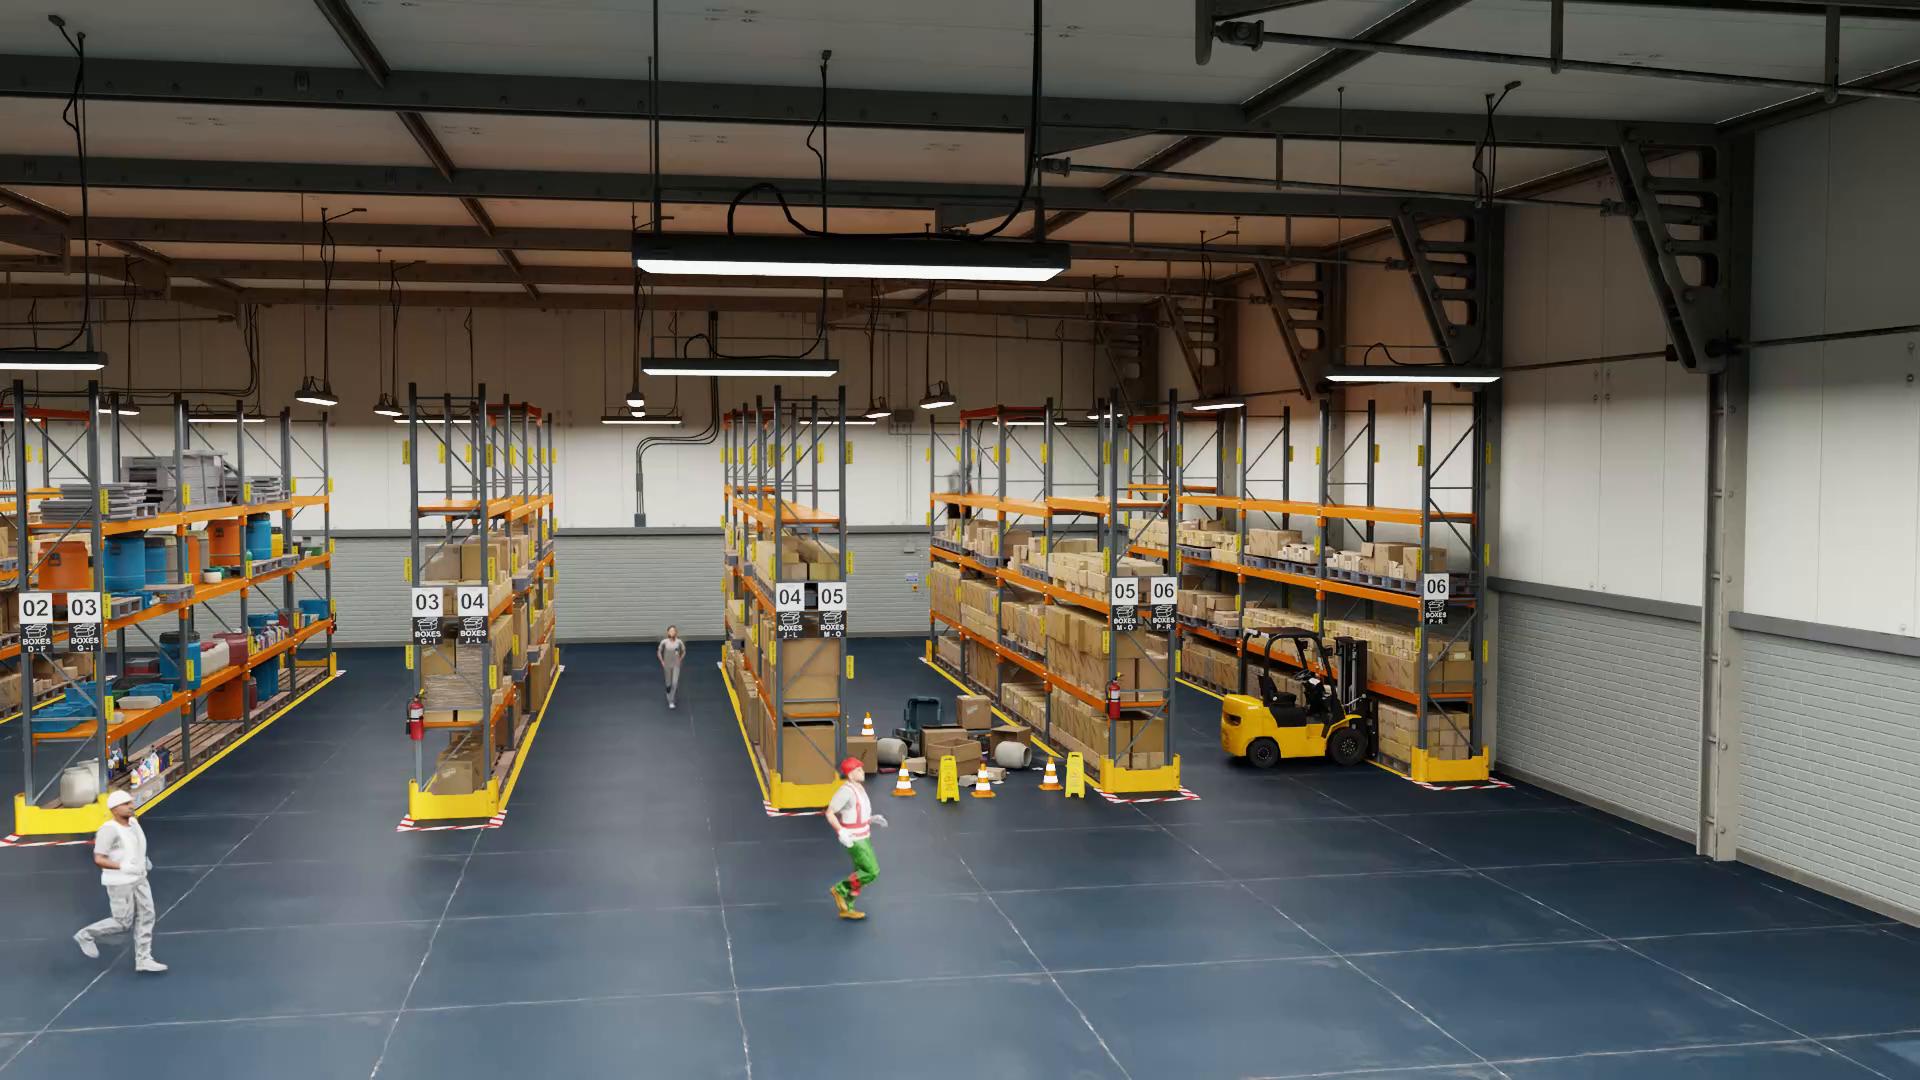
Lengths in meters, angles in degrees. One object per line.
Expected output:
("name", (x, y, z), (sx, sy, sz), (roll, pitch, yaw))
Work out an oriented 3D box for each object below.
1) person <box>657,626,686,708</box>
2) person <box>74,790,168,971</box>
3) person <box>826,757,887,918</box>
("person", (-5.751, 2.520, 33.196), (0.563, 1.629, 0.660), (-1, 3, -14))
("person", (-8.123, 3.302, 16.118), (0.878, 1.766, 0.681), (0, 3, 5))
("person", (-1.087, 3.216, 17.923), (0.581, 1.740, 0.652), (1, 3, 15))
